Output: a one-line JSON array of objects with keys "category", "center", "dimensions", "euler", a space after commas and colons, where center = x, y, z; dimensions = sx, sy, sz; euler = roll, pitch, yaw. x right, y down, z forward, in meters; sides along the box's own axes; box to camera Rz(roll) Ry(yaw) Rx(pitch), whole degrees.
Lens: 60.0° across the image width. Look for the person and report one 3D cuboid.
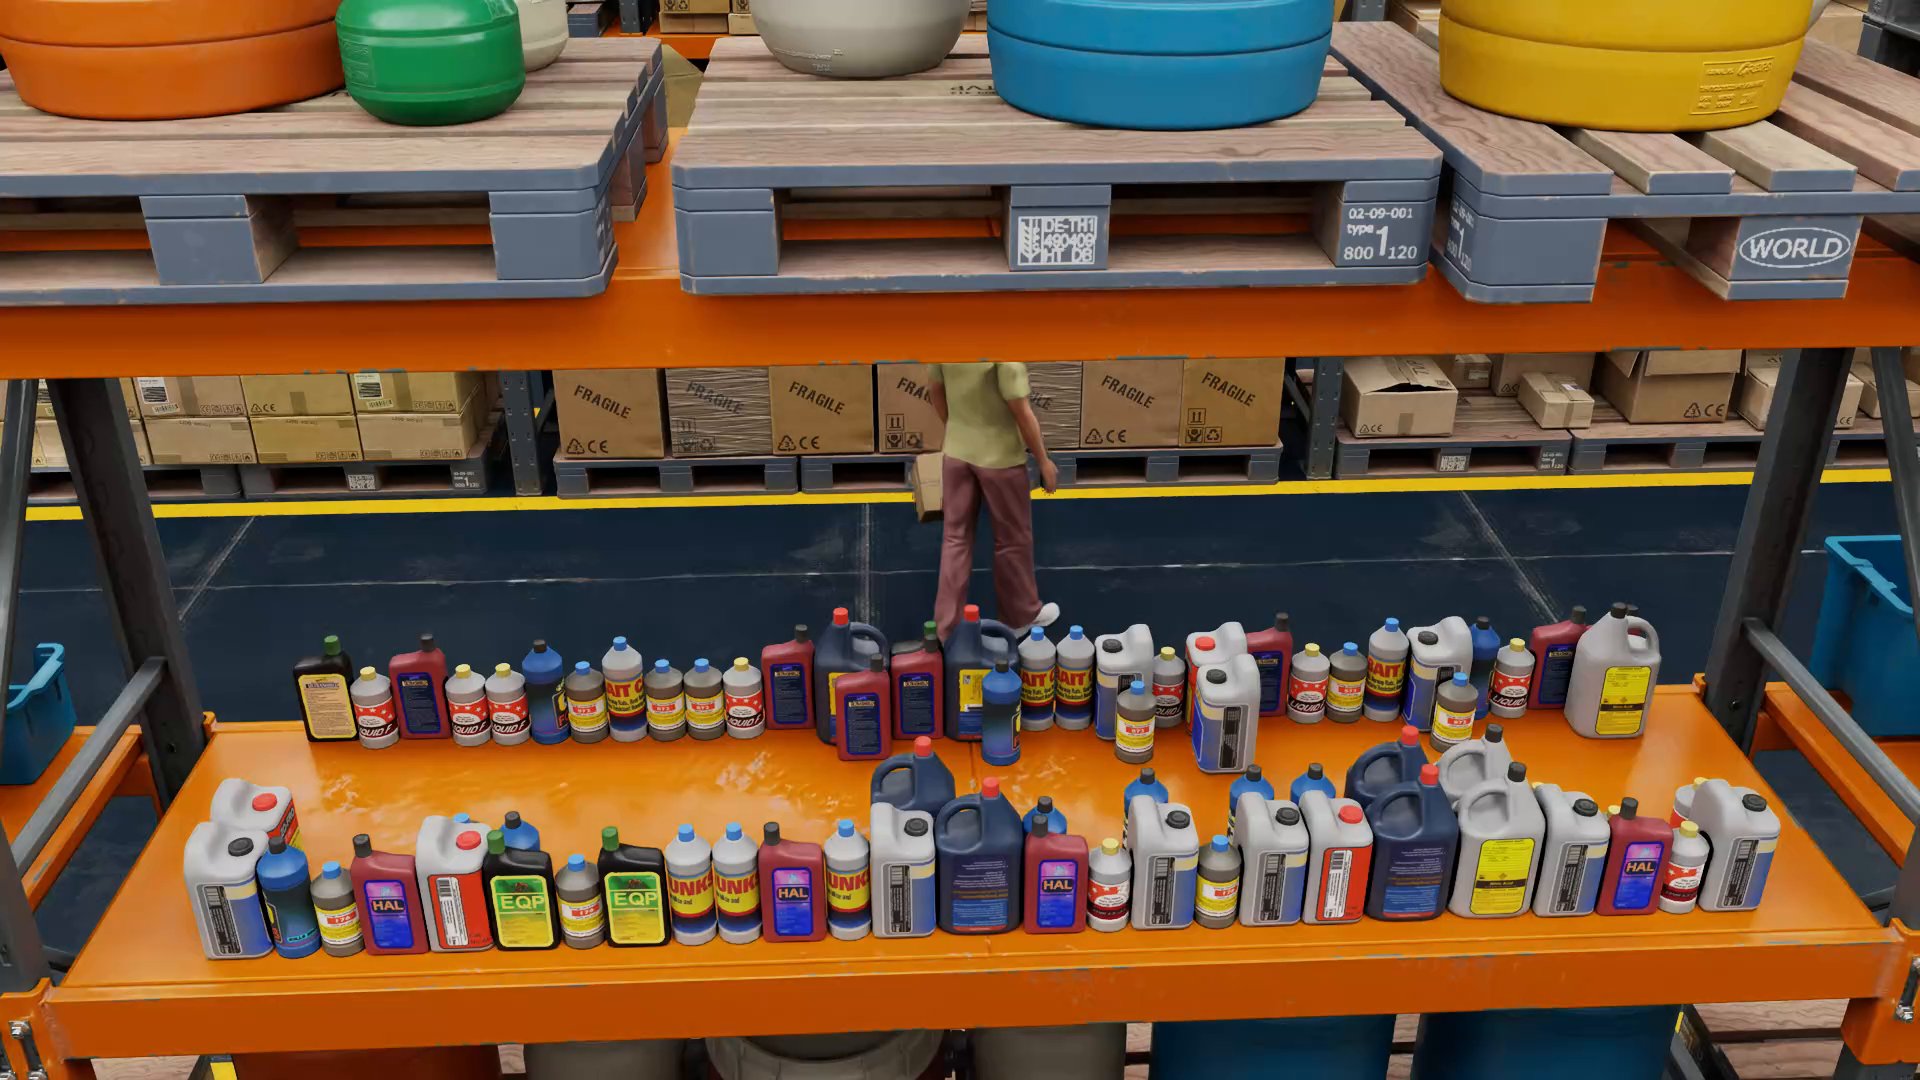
[{"category": "person", "center": [0.136, -0.329, 6.746], "dimensions": [0.544, 1.667, 0.606], "euler": [16, 32, 27]}]
